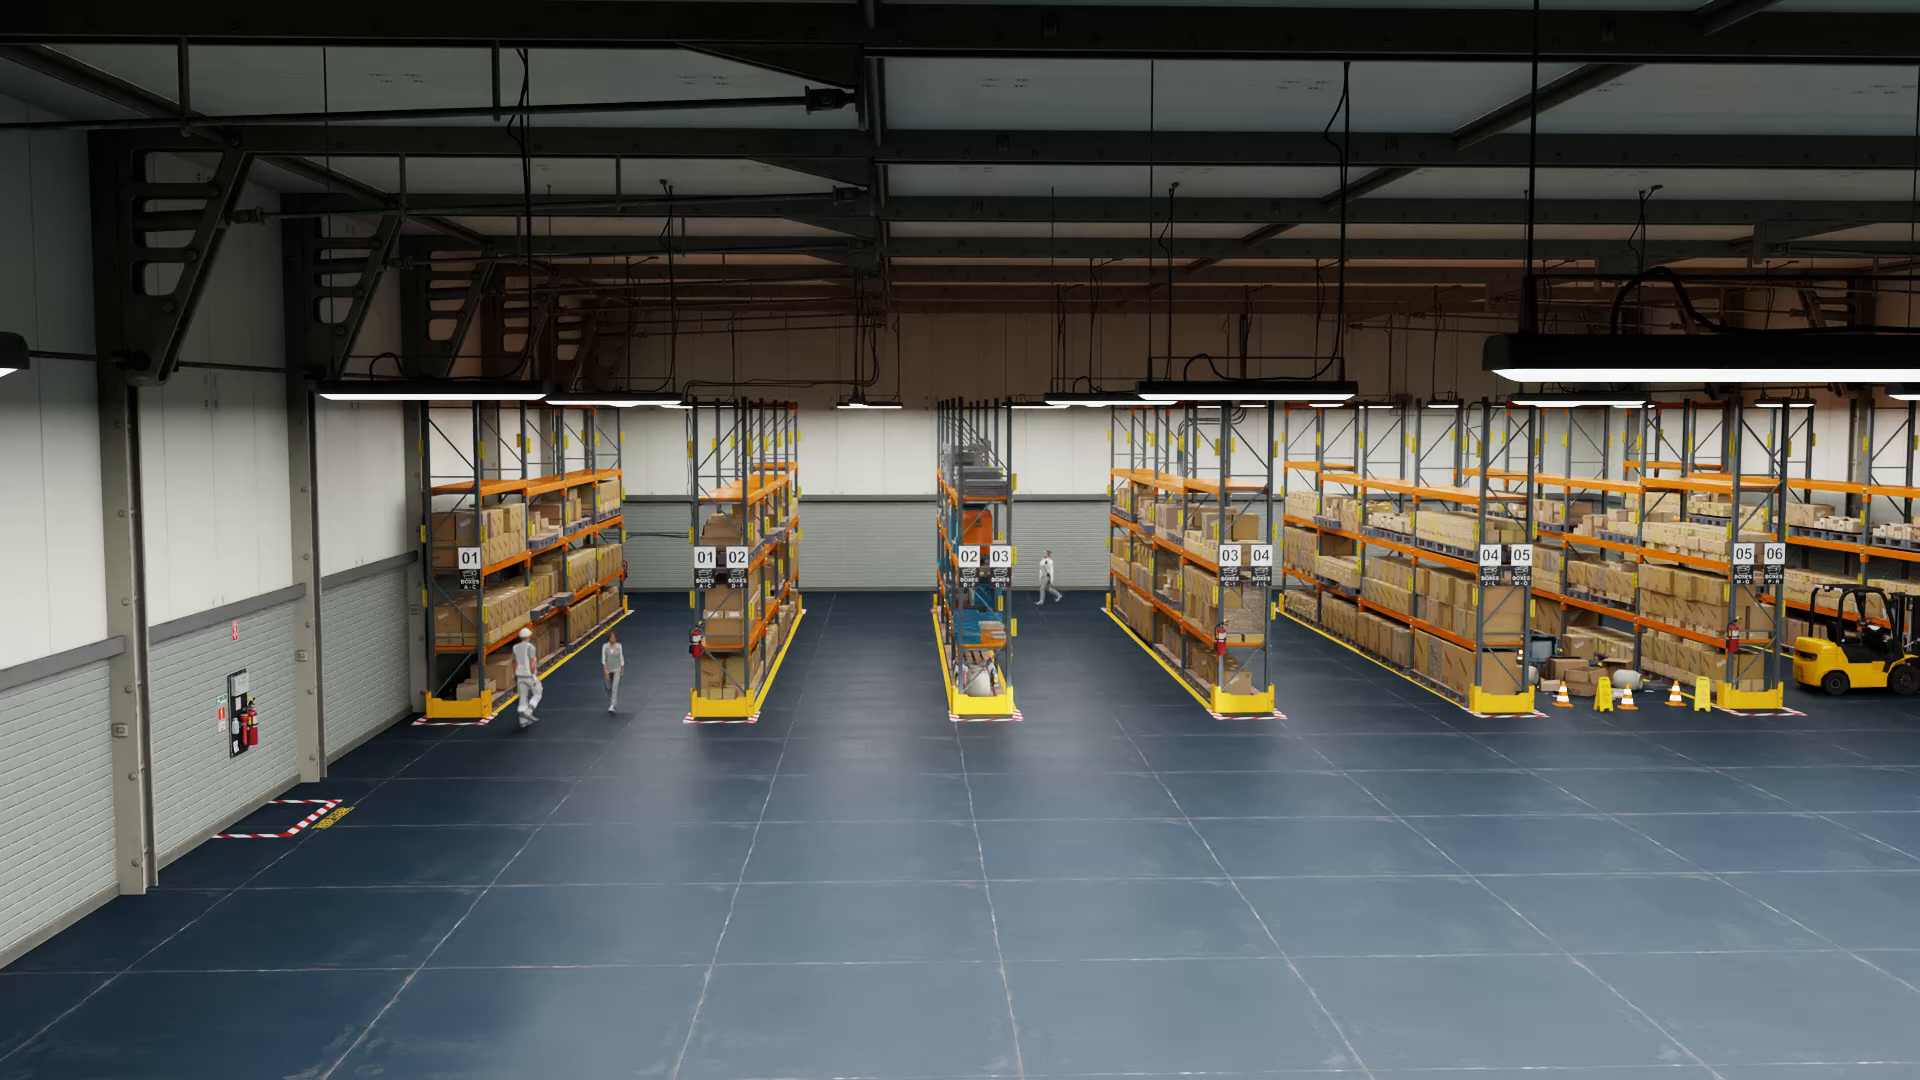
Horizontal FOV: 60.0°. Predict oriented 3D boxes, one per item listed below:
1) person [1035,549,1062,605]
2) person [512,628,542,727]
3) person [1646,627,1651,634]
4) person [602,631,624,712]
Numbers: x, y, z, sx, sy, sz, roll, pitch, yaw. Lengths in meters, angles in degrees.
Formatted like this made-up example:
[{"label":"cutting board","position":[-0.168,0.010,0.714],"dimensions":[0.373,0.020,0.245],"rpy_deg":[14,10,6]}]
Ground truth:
[{"label":"person","position":[2.615,1.079,49.295],"dimensions":[0.898,1.647,0.463],"rpy_deg":[-1,5,-16]},{"label":"person","position":[-7.911,2.490,30.242],"dimensions":[0.571,1.779,0.503],"rpy_deg":[1,5,16]},{"label":"person","position":[17.942,1.607,42.641],"dimensions":[0.451,1.654,0.561],"rpy_deg":[-2,5,-24]},{"label":"person","position":[-6.654,2.497,31.814],"dimensions":[0.398,1.506,1.028],"rpy_deg":[0,4,-4]}]
